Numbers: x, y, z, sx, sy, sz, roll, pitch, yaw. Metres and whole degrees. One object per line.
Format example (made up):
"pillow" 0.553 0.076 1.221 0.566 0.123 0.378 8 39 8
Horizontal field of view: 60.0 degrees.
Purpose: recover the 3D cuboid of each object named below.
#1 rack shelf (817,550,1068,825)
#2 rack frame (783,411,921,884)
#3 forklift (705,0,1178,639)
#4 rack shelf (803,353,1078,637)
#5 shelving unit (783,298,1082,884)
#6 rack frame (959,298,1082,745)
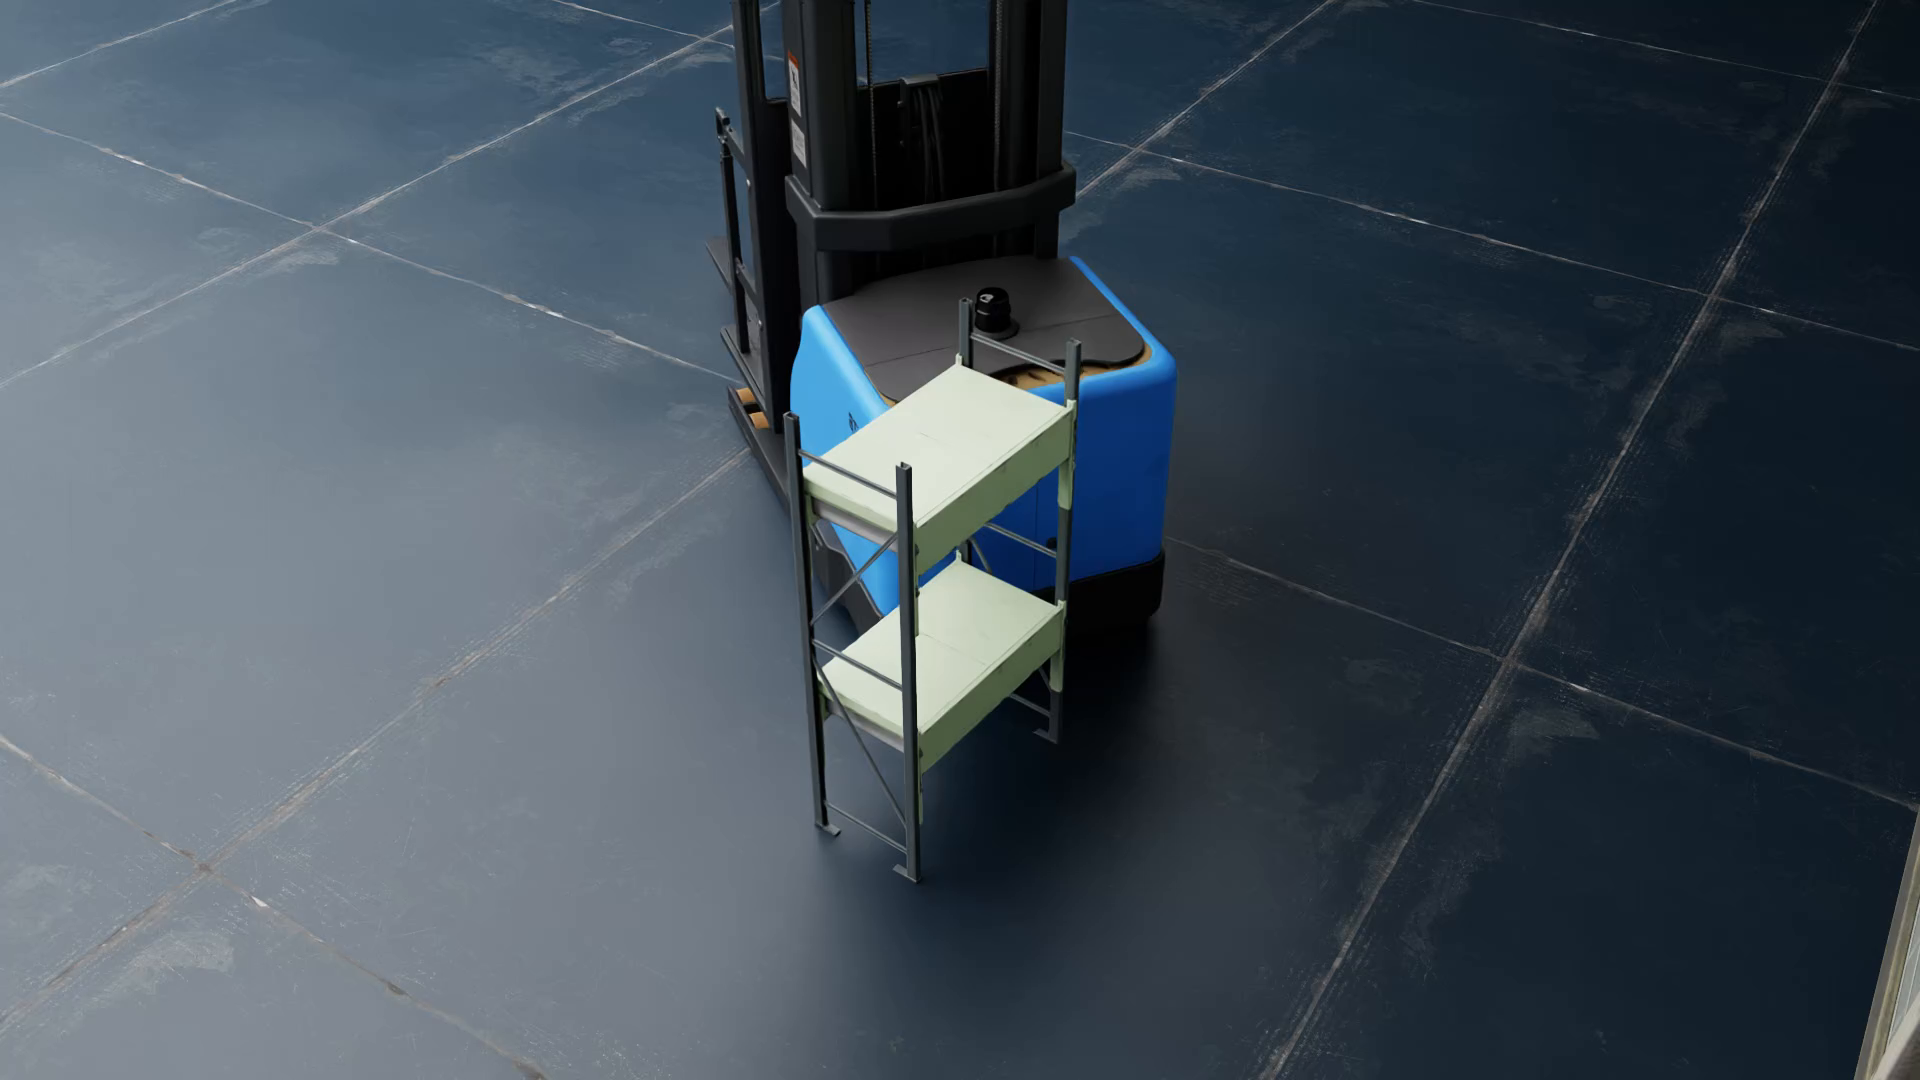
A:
"rack shelf" -0.059 0.426 5.002 0.431 0.370 0.720 25 44 29
"rack frame" -0.282 0.346 4.573 0.400 1.500 0.023 25 44 29
"forklift" -0.306 -1.598 5.922 1.130 2.935 3.031 -14 40 -17
"rack shelf" -0.059 -0.141 4.565 0.431 0.370 0.720 25 44 29
"shelving unit" -0.059 0.168 4.803 0.431 1.500 0.755 25 44 29
"rack frame" 0.163 -0.009 5.034 0.400 1.500 0.023 25 44 29
